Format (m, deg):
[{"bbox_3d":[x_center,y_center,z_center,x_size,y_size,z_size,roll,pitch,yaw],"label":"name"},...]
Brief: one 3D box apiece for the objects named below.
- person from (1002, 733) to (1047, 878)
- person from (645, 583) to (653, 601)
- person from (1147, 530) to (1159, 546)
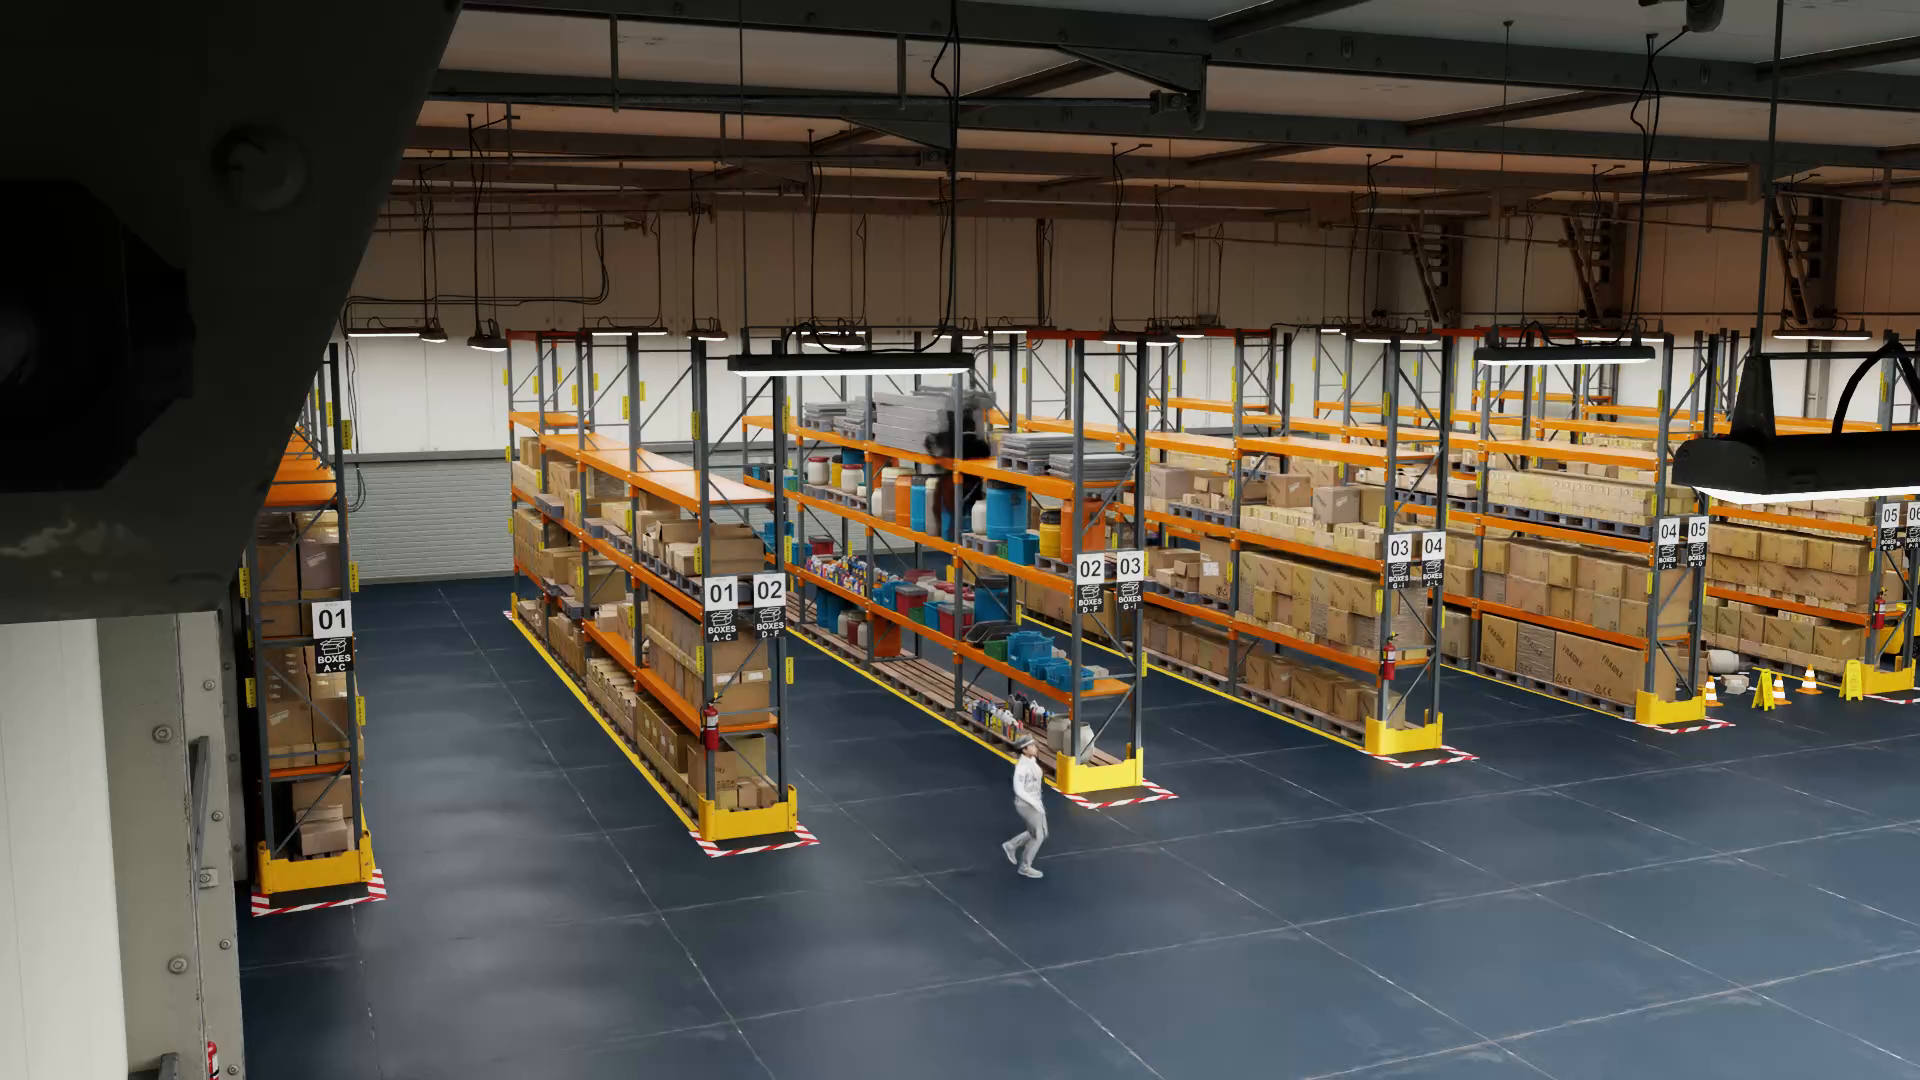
[{"bbox_3d":[0.726,2.980,18.770,0.511,1.663,0.618,1,8,11],"label":"person"},{"bbox_3d":[-6.220,0.909,33.851,0.687,1.678,0.559,-4,9,-26],"label":"person"},{"bbox_3d":[4.886,-0.135,42.035,1.011,1.468,0.606,3,8,18],"label":"person"}]
